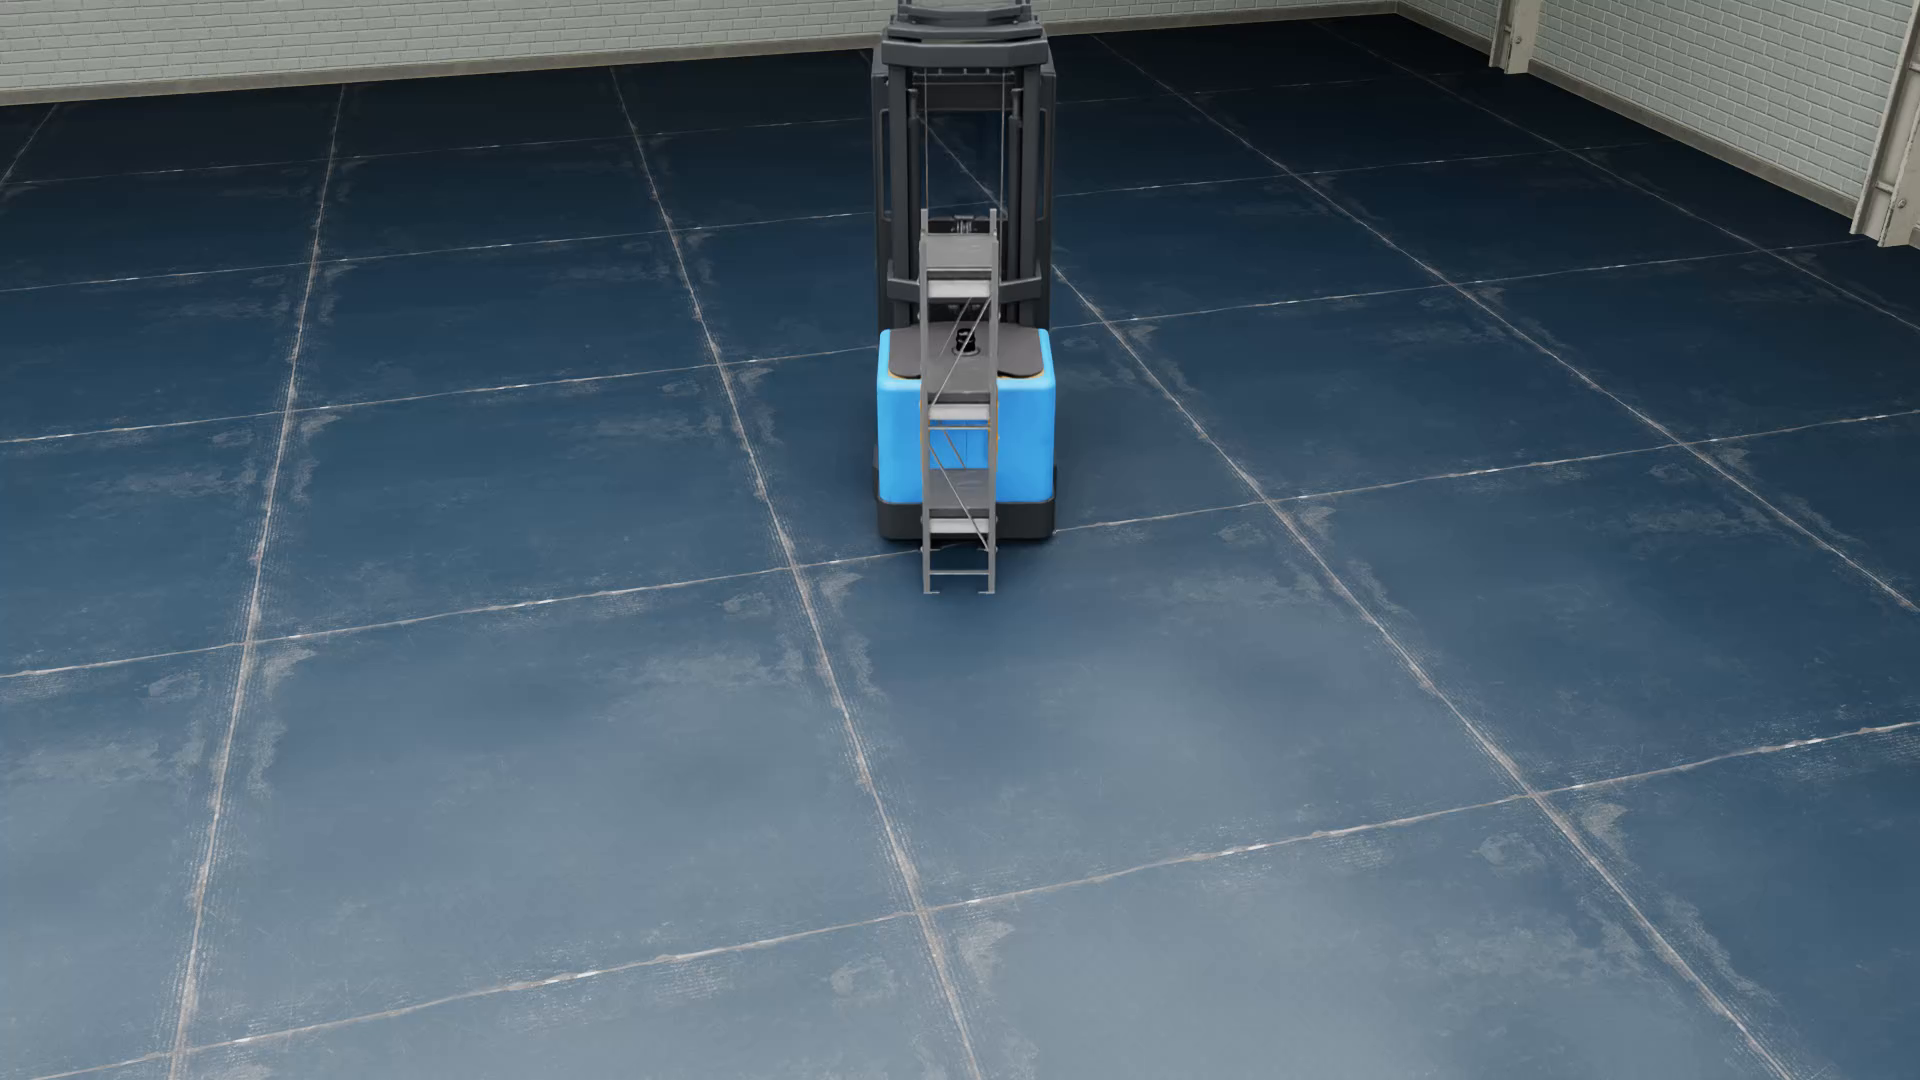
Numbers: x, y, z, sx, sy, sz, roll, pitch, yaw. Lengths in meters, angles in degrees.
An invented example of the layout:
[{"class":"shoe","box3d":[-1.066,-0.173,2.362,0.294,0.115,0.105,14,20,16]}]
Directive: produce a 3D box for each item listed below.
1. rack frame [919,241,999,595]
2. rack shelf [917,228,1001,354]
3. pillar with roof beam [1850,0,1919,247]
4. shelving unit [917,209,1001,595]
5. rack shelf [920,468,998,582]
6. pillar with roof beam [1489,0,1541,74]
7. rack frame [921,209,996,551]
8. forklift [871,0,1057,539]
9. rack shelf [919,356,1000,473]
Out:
[{"class":"rack frame","box3d":[-0.005,-0.601,8.923,0.400,2.100,0.015,0,30,0]},{"class":"rack shelf","box3d":[-0.006,-1.317,8.790,0.431,0.518,0.480,0,30,0]},{"class":"pillar with roof beam","box3d":[3.896,-5.965,11.303,9.100,9.000,0.400,-8,31,-13]},{"class":"shelving unit","box3d":[-0.006,-0.723,9.134,0.431,2.100,0.503,0,30,0]},{"class":"rack shelf","box3d":[-0.006,-0.105,9.492,0.431,0.518,0.480,0,30,0]},{"class":"pillar with roof beam","box3d":[2.303,-8.862,16.310,9.100,9.000,0.400,-8,31,-13]},{"class":"rack frame","box3d":[-0.007,-0.845,9.345,0.400,2.100,0.015,0,30,0]},{"class":"forklift","box3d":[0.017,-1.973,10.463,1.130,2.935,3.031,0,30,-1]},{"class":"rack shelf","box3d":[-0.006,-0.711,9.141,0.431,0.518,0.480,0,30,0]}]
